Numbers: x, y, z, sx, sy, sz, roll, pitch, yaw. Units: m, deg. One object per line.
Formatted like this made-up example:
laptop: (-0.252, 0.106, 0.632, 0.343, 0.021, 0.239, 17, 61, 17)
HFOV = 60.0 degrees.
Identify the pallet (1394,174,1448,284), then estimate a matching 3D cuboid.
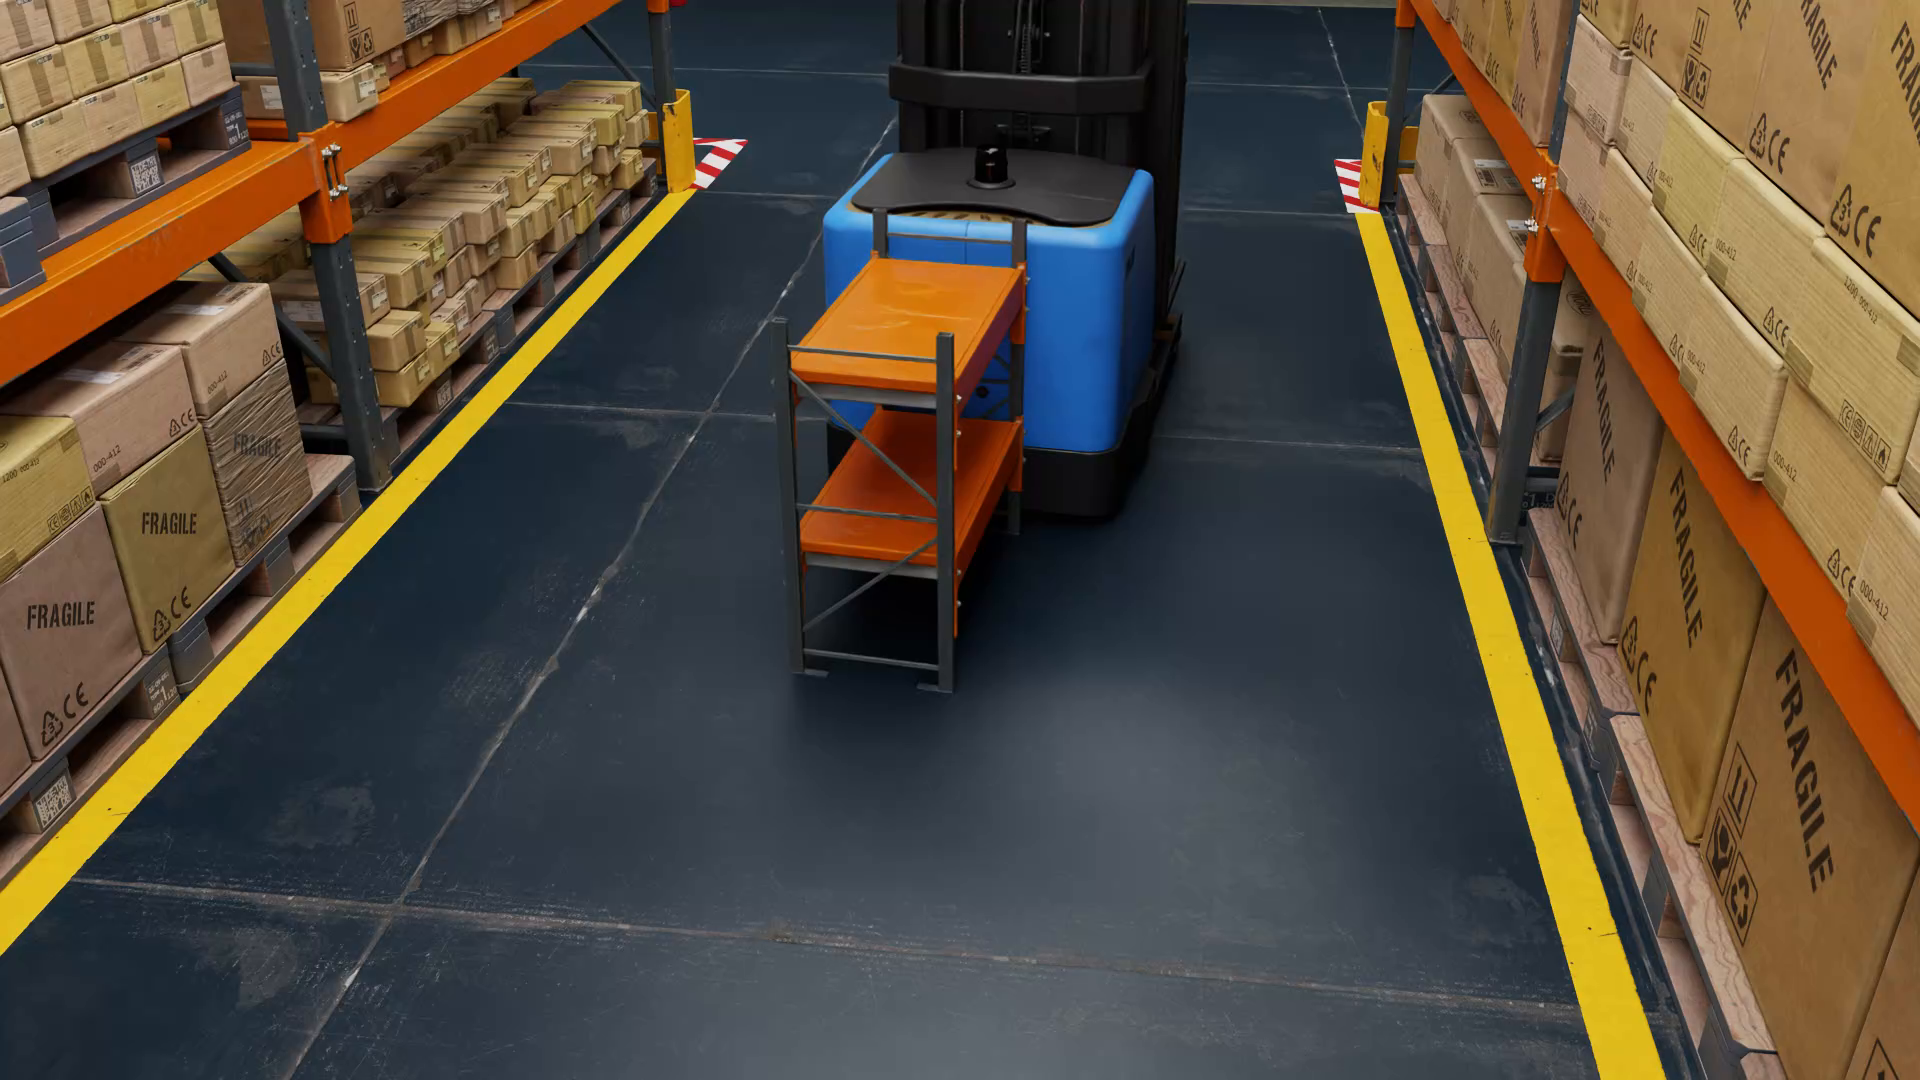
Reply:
pallet: (2.793, -1.577, 8.455, 1.003, 0.211, 1.213, 3, 28, 6)

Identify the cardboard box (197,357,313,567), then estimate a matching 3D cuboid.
cardboard box: (-2.443, -0.264, 5.271, 0.500, 0.500, 0.500, 3, 28, 5)

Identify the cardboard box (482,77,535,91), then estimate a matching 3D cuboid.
cardboard box: (-2.513, -2.391, 8.960, 0.380, 0.149, 0.250, 2, 28, 4)

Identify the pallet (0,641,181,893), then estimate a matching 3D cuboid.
pallet: (-2.843, 0.627, 4.363, 1.003, 0.211, 1.213, 3, 28, 6)

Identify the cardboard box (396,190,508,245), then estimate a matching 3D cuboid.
cardboard box: (-2.158, -1.372, 7.070, 0.380, 0.149, 0.250, 4, 29, 7)

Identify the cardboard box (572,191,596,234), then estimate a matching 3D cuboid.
cardboard box: (-2.005, -1.609, 8.136, 0.380, 0.149, 0.250, 2, 28, 4)

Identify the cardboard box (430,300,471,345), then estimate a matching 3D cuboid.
cardboard box: (-2.227, -0.871, 6.767, 0.380, 0.149, 0.250, 3, 28, 6)

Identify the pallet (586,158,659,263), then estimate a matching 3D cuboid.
pallet: (-2.256, -1.782, 8.835, 1.003, 0.211, 1.213, 3, 28, 6)

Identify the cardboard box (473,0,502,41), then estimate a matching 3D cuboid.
cardboard box: (-2.130, -2.169, 6.879, 0.380, 0.149, 0.250, 5, 29, 8)

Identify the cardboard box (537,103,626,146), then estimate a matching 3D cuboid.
cardboard box: (-1.919, -2.109, 8.438, 0.380, 0.149, 0.250, 3, 28, 5)

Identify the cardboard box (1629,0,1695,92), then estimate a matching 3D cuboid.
cardboard box: (1.949, -1.355, 3.944, 0.500, 0.500, 0.500, 3, 28, 6)

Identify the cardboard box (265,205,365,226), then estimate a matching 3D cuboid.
cardboard box: (-2.692, -1.275, 6.890, 0.380, 0.149, 0.250, 4, 29, 8)

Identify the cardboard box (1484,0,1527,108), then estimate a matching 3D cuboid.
cardboard box: (2.184, -1.822, 5.865, 0.500, 0.500, 0.500, 3, 28, 5)

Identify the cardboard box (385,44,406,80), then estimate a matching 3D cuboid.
cardboard box: (-2.304, -1.801, 6.195, 0.380, 0.149, 0.250, 2, 28, 4)

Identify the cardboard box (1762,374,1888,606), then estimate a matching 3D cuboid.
cardboard box: (1.762, -0.084, 2.902, 0.500, 0.250, 0.500, 3, 28, 6)

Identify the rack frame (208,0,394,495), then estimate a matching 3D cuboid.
rack frame: (-2.602, -1.543, 5.451, 1.000, 3.000, 0.127, 3, 28, 6)

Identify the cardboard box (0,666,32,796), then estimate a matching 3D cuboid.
cardboard box: (-2.636, 0.459, 3.929, 0.500, 0.500, 0.500, 3, 28, 5)

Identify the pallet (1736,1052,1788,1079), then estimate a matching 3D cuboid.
pallet: (2.004, 1.441, 2.853, 1.003, 0.211, 1.213, 3, 28, 6)

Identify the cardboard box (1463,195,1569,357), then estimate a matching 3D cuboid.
cardboard box: (2.615, -1.070, 6.833, 0.875, 0.438, 0.875, 3, 28, 5)

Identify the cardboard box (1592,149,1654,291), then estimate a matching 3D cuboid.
cardboard box: (1.945, -0.801, 4.233, 0.500, 0.250, 0.500, 3, 28, 5)

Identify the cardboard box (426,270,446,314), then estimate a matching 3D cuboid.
cardboard box: (-2.304, -0.997, 6.687, 0.380, 0.149, 0.250, 3, 28, 6)

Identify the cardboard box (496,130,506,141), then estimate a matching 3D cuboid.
cardboard box: (-2.463, -2.009, 8.565, 0.380, 0.149, 0.250, 4, 29, 7)

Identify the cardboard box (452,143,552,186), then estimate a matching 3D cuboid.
cardboard box: (-2.134, -1.744, 7.760, 0.380, 0.149, 0.250, 2, 28, 4)

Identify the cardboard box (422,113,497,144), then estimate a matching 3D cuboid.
cardboard box: (-2.534, -2.021, 8.275, 0.380, 0.149, 0.250, 2, 28, 4)

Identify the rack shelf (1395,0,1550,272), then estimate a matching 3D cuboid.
rack shelf: (2.568, -1.927, 6.924, 1.077, 0.370, 4.000, 3, 28, 6)

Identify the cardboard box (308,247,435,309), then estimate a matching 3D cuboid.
cardboard box: (-2.262, -1.011, 6.400, 0.380, 0.149, 0.250, 5, 29, 9)

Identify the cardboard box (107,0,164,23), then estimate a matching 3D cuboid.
cardboard box: (-2.490, -1.552, 4.663, 0.380, 0.149, 0.250, 3, 28, 5)

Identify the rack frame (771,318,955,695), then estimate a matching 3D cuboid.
rack frame: (-0.262, -0.072, 4.699, 0.500, 1.125, 0.032, 6, 29, 11)

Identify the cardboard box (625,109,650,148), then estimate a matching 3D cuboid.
cardboard box: (-1.894, -2.221, 8.960, 0.380, 0.149, 0.250, 3, 28, 5)

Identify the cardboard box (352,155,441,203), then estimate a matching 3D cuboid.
cardboard box: (-2.591, -1.646, 7.578, 0.380, 0.149, 0.250, 3, 29, 6)

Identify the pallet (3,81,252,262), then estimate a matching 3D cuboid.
pallet: (-2.840, -1.107, 4.845, 1.003, 0.211, 1.213, 3, 28, 6)

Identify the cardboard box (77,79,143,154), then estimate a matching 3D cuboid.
cardboard box: (-2.518, -1.179, 4.598, 0.380, 0.149, 0.250, 3, 28, 6)

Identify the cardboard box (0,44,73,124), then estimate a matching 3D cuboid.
cardboard box: (-2.548, -1.180, 4.285, 0.380, 0.149, 0.250, 2, 28, 5)

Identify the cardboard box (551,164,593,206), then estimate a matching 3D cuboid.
cardboard box: (-2.006, -1.732, 8.052, 0.380, 0.149, 0.250, 4, 29, 7)

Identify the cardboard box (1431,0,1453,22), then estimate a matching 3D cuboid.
cardboard box: (2.355, -2.542, 7.201, 0.500, 0.500, 0.500, 3, 28, 6)

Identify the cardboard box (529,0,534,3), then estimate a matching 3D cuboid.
cardboard box: (-2.117, -2.544, 7.574, 0.380, 0.149, 0.250, 2, 28, 4)

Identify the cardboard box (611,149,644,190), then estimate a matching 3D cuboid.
cardboard box: (-1.901, -1.969, 8.805, 0.380, 0.149, 0.250, 4, 29, 8)

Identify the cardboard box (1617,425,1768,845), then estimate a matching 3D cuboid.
cardboard box: (2.223, 0.170, 4.069, 0.875, 0.875, 0.875, 4, 29, 8)

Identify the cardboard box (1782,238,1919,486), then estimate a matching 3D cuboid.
cardboard box: (1.742, -0.300, 2.776, 0.500, 0.250, 0.500, 3, 28, 5)

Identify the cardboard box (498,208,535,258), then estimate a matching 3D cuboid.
cardboard box: (-2.117, -1.367, 7.374, 0.380, 0.149, 0.250, 3, 28, 6)

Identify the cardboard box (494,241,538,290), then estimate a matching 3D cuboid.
cardboard box: (-2.120, -1.239, 7.449, 0.380, 0.149, 0.250, 3, 28, 5)

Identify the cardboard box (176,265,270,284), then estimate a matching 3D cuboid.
cardboard box: (-2.817, -0.917, 6.226, 0.380, 0.149, 0.250, 4, 29, 8)

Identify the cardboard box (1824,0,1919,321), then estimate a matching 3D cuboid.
cardboard box: (1.759, -0.638, 2.612, 0.500, 0.500, 0.500, 3, 28, 6)

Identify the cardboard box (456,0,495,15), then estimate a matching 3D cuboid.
cardboard box: (-2.140, -2.405, 6.632, 0.500, 0.500, 0.500, 3, 28, 5)

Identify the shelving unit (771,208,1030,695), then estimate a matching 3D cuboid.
shelving unit: (-0.148, -0.307, 5.135, 0.538, 1.125, 1.048, 6, 29, 11)

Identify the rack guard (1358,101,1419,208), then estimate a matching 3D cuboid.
rack guard: (2.816, -2.096, 9.114, 1.175, 0.500, 0.348, 3, 28, 6)

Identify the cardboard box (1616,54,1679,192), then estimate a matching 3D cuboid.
cardboard box: (1.953, -1.019, 4.110, 0.500, 0.250, 0.500, 4, 29, 7)

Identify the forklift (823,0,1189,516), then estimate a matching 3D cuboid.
forklift: (0.357, -2.053, 6.471, 1.130, 2.935, 3.031, 6, 29, 11)

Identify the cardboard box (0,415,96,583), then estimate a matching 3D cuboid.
cardboard box: (-2.569, -0.101, 4.177, 0.500, 0.250, 0.500, 2, 28, 4)

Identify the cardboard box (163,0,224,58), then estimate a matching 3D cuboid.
cardboard box: (-2.455, -1.549, 4.972, 0.380, 0.149, 0.250, 4, 29, 8)
